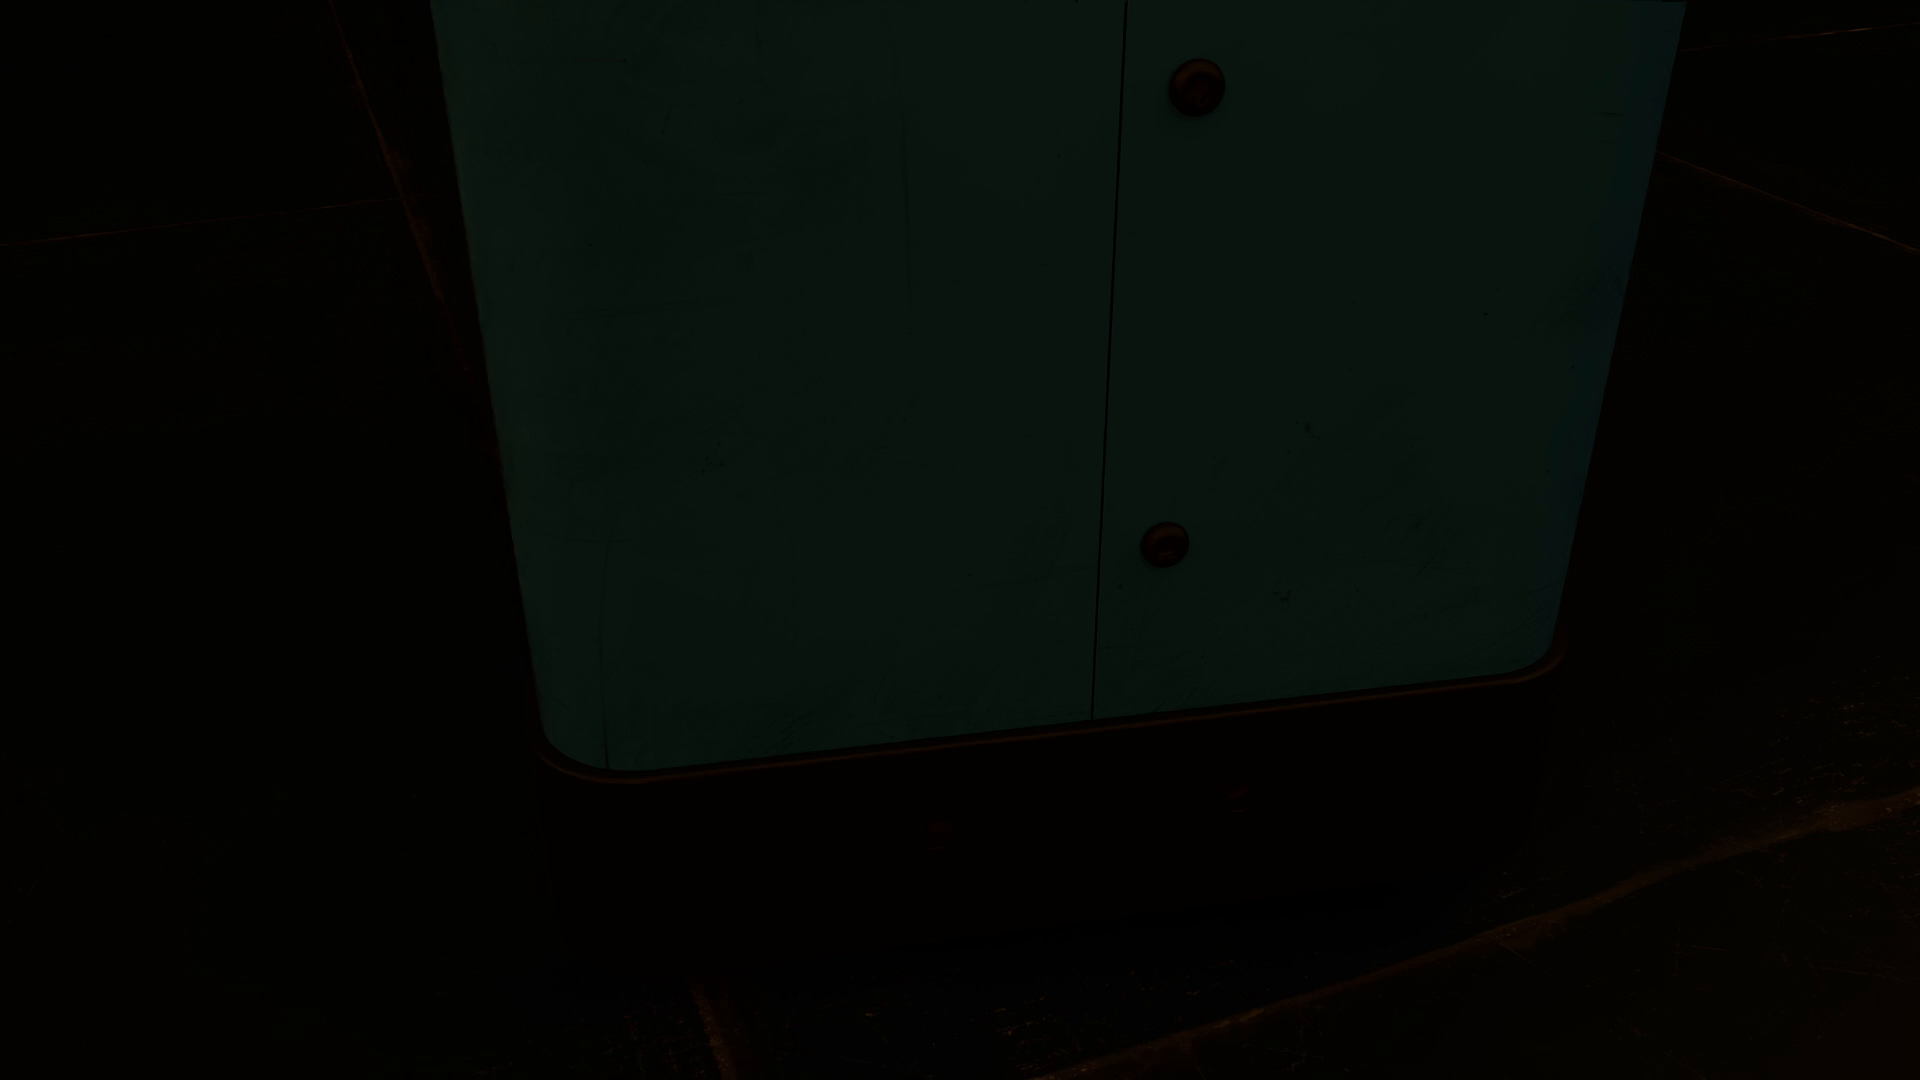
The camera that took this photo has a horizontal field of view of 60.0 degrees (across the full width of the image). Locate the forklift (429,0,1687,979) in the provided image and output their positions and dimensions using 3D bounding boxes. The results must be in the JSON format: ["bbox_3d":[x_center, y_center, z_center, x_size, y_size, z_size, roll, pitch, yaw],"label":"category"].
[{"bbox_3d":[-0.155,-1.562,2.281,1.130,2.935,3.031,-5,30,-9],"label":"forklift"}]
